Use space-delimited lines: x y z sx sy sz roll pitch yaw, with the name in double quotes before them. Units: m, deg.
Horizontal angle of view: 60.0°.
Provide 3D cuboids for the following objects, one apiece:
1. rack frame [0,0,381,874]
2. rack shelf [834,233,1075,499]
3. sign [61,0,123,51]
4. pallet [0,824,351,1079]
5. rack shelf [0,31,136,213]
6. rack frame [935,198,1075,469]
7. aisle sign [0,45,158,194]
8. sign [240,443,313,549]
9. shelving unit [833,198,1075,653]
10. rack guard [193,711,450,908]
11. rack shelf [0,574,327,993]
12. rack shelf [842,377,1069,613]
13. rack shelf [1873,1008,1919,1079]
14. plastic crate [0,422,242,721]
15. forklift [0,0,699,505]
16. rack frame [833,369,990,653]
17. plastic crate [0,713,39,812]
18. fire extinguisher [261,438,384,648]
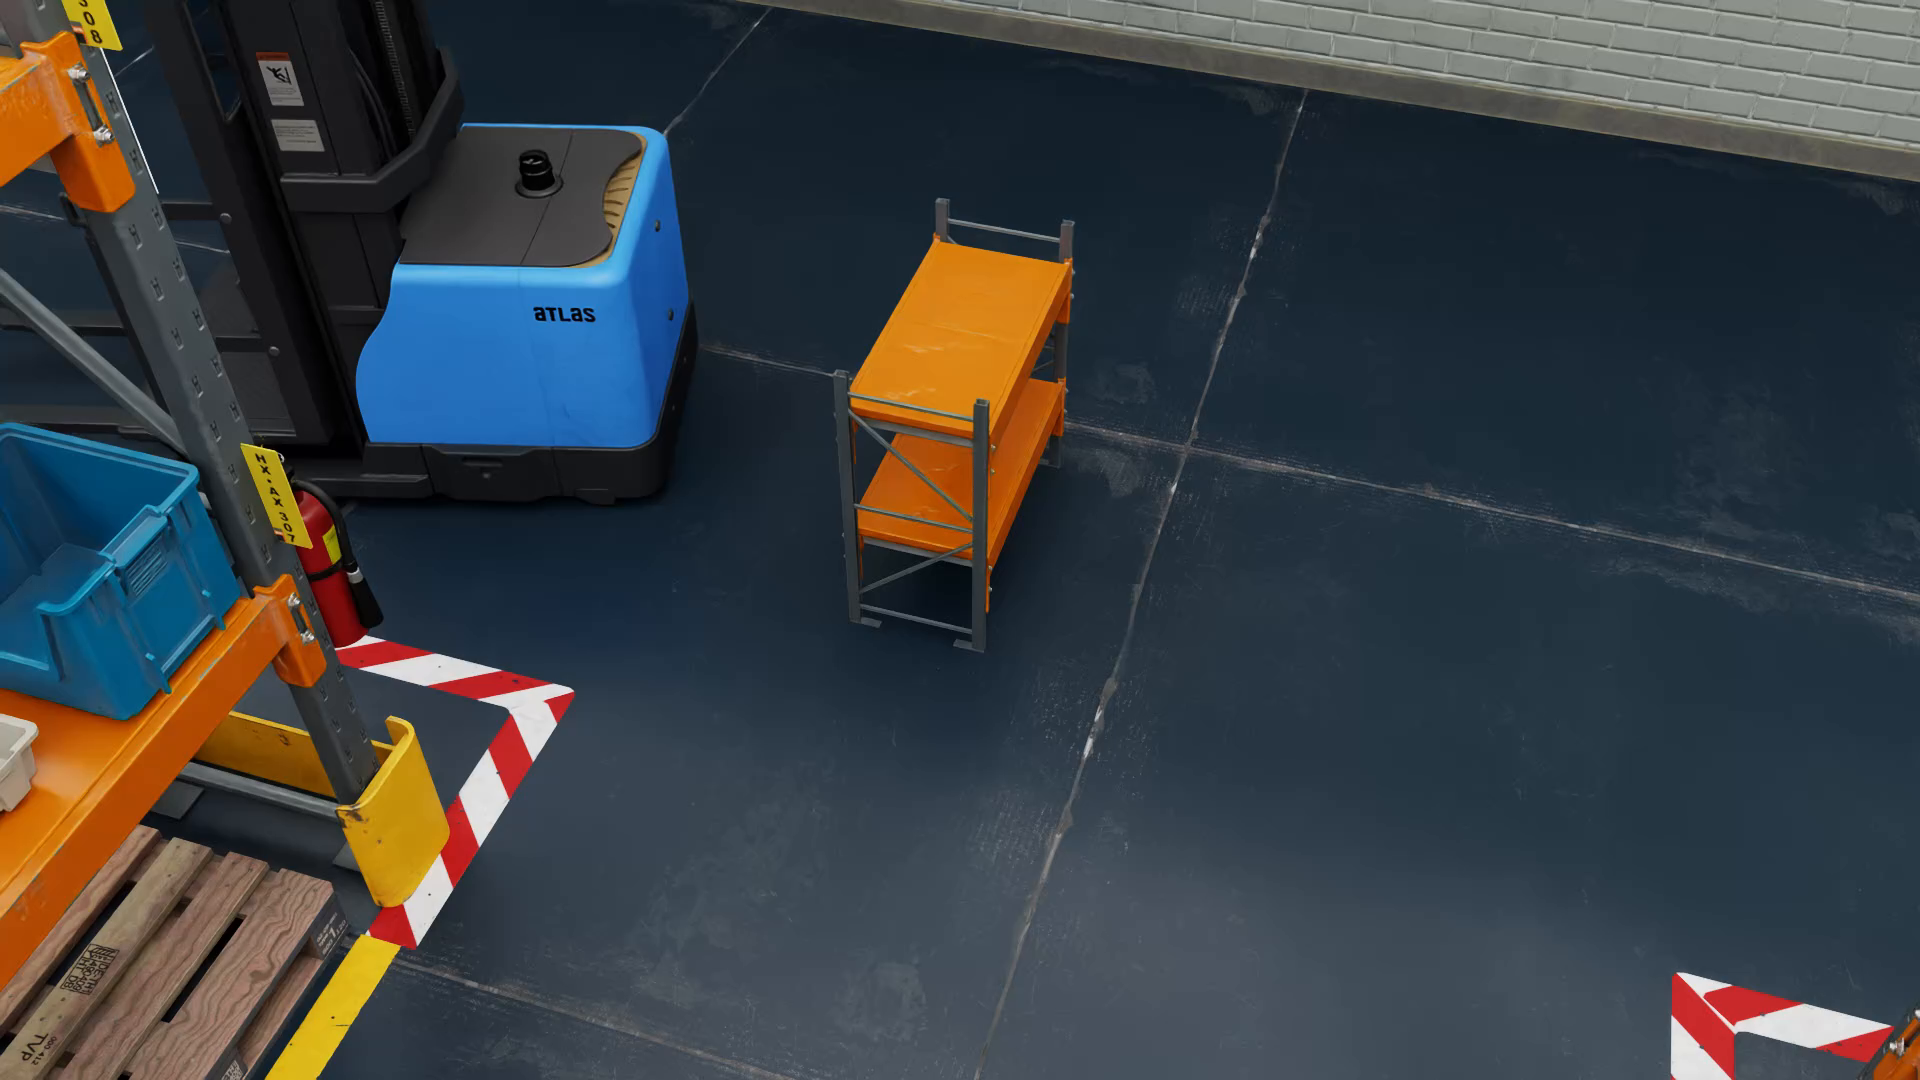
"rack frame" -2.211 -0.153 4.261 1.000 3.000 0.127 13 46 13
"rack shelf" 0.002 -0.616 5.656 0.538 0.278 1.000 13 46 13
"sign" -1.682 -1.082 3.141 0.100 0.325 0.005 13 46 13
"pallet" -2.497 1.386 4.683 1.003 0.211 1.213 13 46 13
"rack shelf" -2.816 0.366 2.101 1.077 0.370 4.000 13 46 13
"rack frame" 0.156 -0.745 6.207 0.500 1.125 0.032 13 46 13
"aisle sign" -1.910 -1.068 3.338 0.394 0.787 0.004 13 46 13
"sign" -1.682 -0.105 4.096 0.100 0.325 0.005 13 46 13
"shelving unit" 0.002 -0.407 5.861 0.538 1.125 1.048 13 46 13
"rack guard" -2.216 0.722 5.155 1.175 0.500 0.348 13 46 13
"rack shelf" -2.816 1.438 3.151 1.077 0.370 4.000 13 46 13
"rack shelf" 0.002 -0.232 6.032 0.538 0.278 1.000 13 46 13
"rack shelf" 1.904 2.487 2.078 1.077 0.370 4.000 13 46 13
"plastic crate" -2.134 0.076 3.959 0.616 0.435 0.499 13 46 13
"forklift" -2.626 -1.558 5.747 3.031 2.935 1.130 1 44 1
"rack frame" -0.152 -0.068 5.515 0.500 1.125 0.032 13 46 13
"plastic crate" -2.285 0.502 3.738 0.396 0.136 0.243 13 46 13
"fire extinguisher" -1.732 0.004 4.423 0.296 0.674 0.183 13 46 13
